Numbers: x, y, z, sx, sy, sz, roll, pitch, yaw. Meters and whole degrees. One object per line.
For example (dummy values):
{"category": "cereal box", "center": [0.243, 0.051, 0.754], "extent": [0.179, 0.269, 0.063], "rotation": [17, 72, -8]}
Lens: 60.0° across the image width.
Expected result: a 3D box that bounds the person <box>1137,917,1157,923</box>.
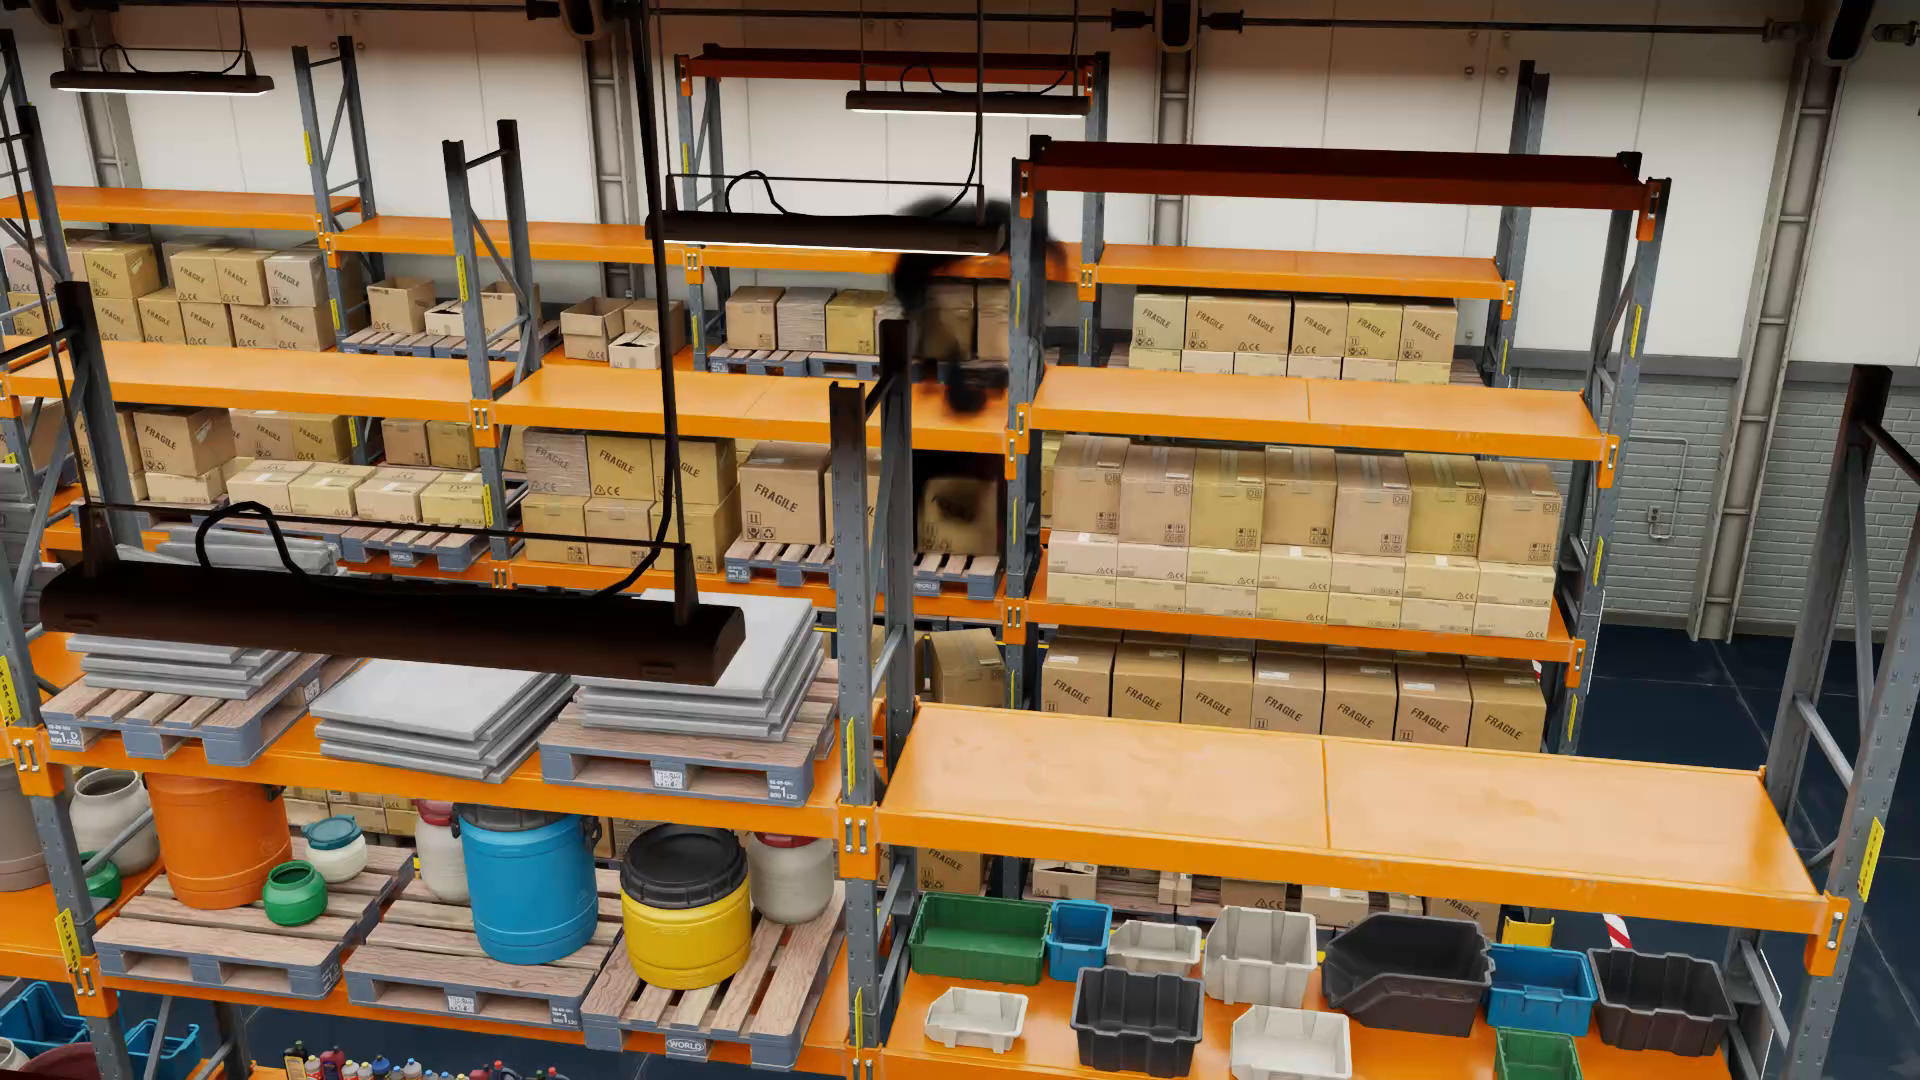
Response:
{"category": "person", "center": [1.171, 3.065, 10.320], "extent": [0.619, 1.639, 0.578], "rotation": [6, 24, 14]}
